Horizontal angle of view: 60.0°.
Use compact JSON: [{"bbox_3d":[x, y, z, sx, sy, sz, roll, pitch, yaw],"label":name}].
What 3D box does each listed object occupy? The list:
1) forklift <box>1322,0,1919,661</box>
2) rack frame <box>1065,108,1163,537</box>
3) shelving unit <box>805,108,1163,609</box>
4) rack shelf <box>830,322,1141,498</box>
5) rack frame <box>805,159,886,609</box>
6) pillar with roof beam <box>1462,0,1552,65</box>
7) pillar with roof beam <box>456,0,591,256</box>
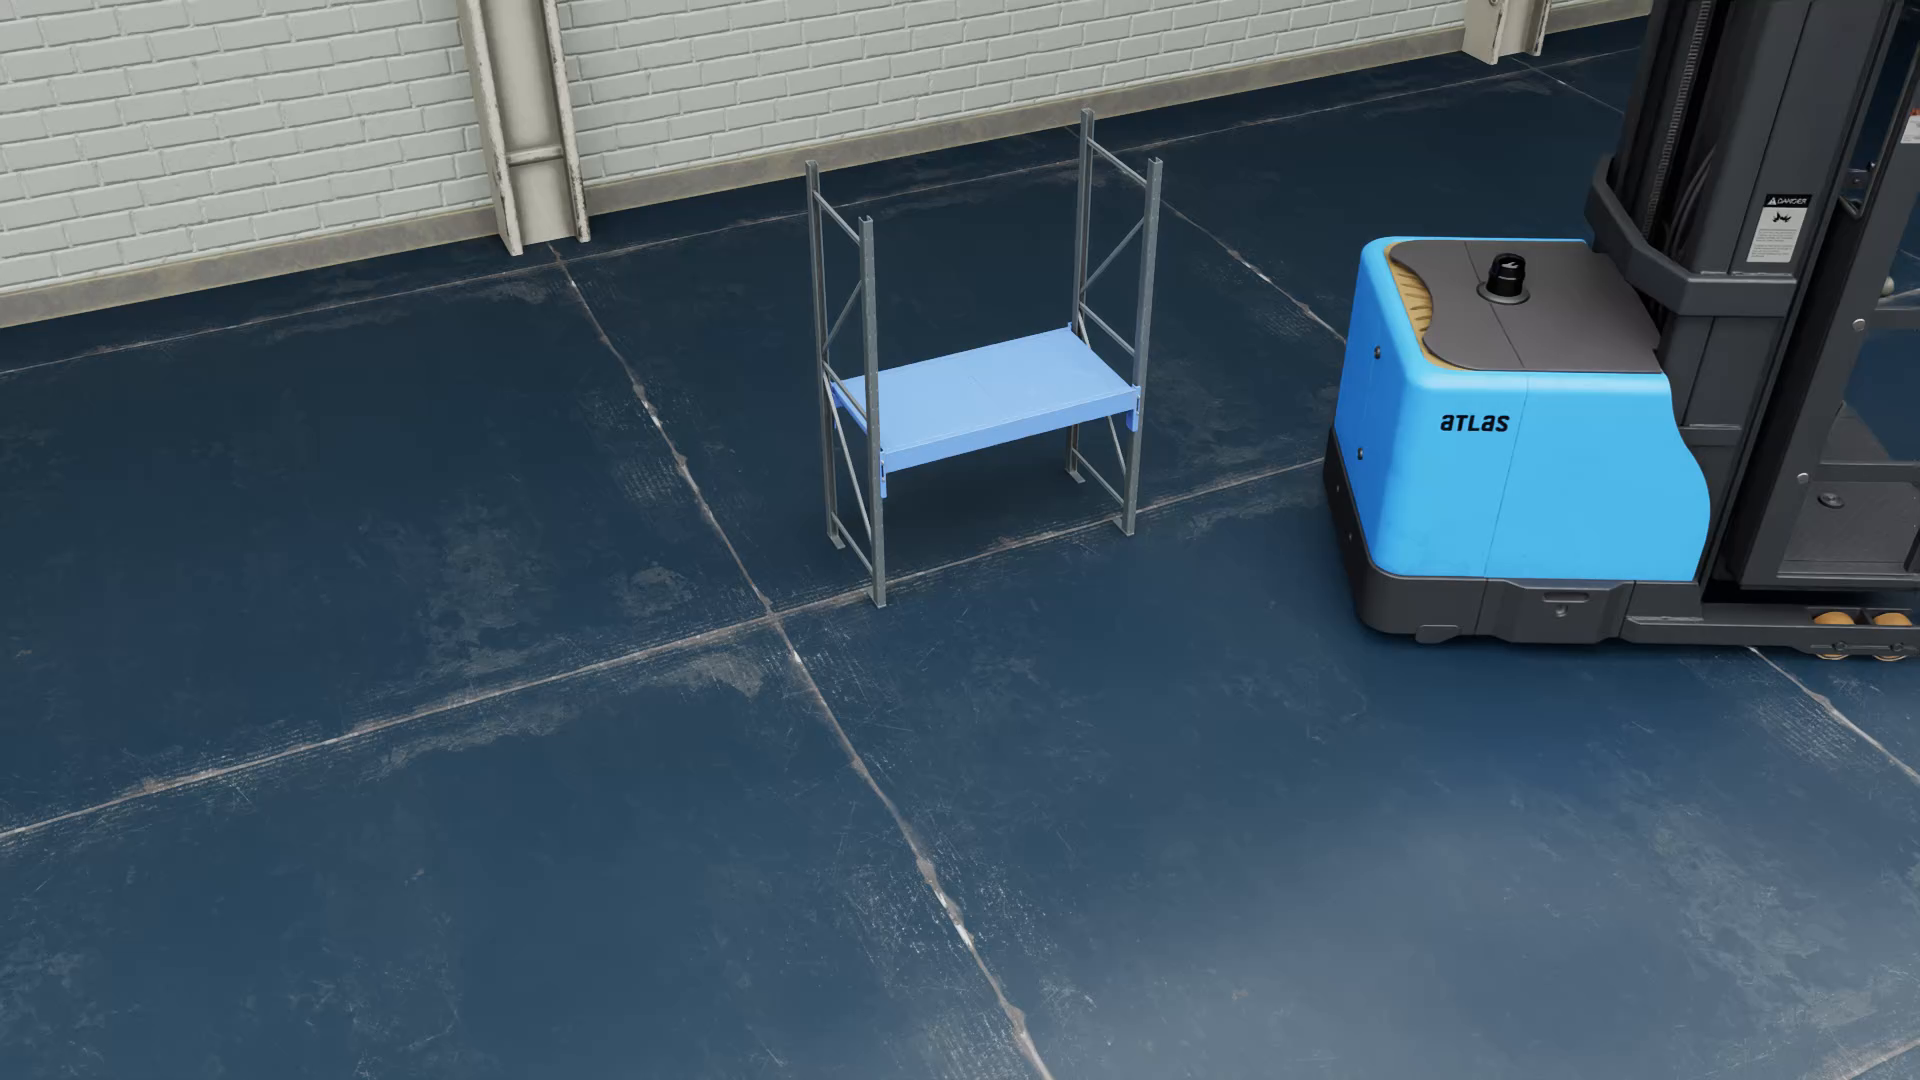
[{"bbox_3d":[2.910,-1.087,5.255,3.031,2.935,1.130,1,37,1],"label":"forklift"},{"bbox_3d":[0.537,-0.753,6.006,0.032,1.500,0.500,-16,39,-20],"label":"rack frame"},{"bbox_3d":[0.077,-0.624,5.832,1.048,1.500,0.538,-16,39,-20],"label":"shelving unit"},{"bbox_3d":[0.077,-0.480,5.939,1.000,0.185,0.538,-16,39,-20],"label":"rack shelf"},{"bbox_3d":[-0.383,-0.495,5.659,0.032,1.500,0.500,-16,39,-20],"label":"rack frame"},{"bbox_3d":[5.186,-4.331,4.536,0.400,9.000,9.100,-16,39,-20],"label":"pillar with roof beam"},{"bbox_3d":[-0.245,-2.813,2.488,0.400,9.000,9.100,-16,39,-20],"label":"pillar with roof beam"}]
